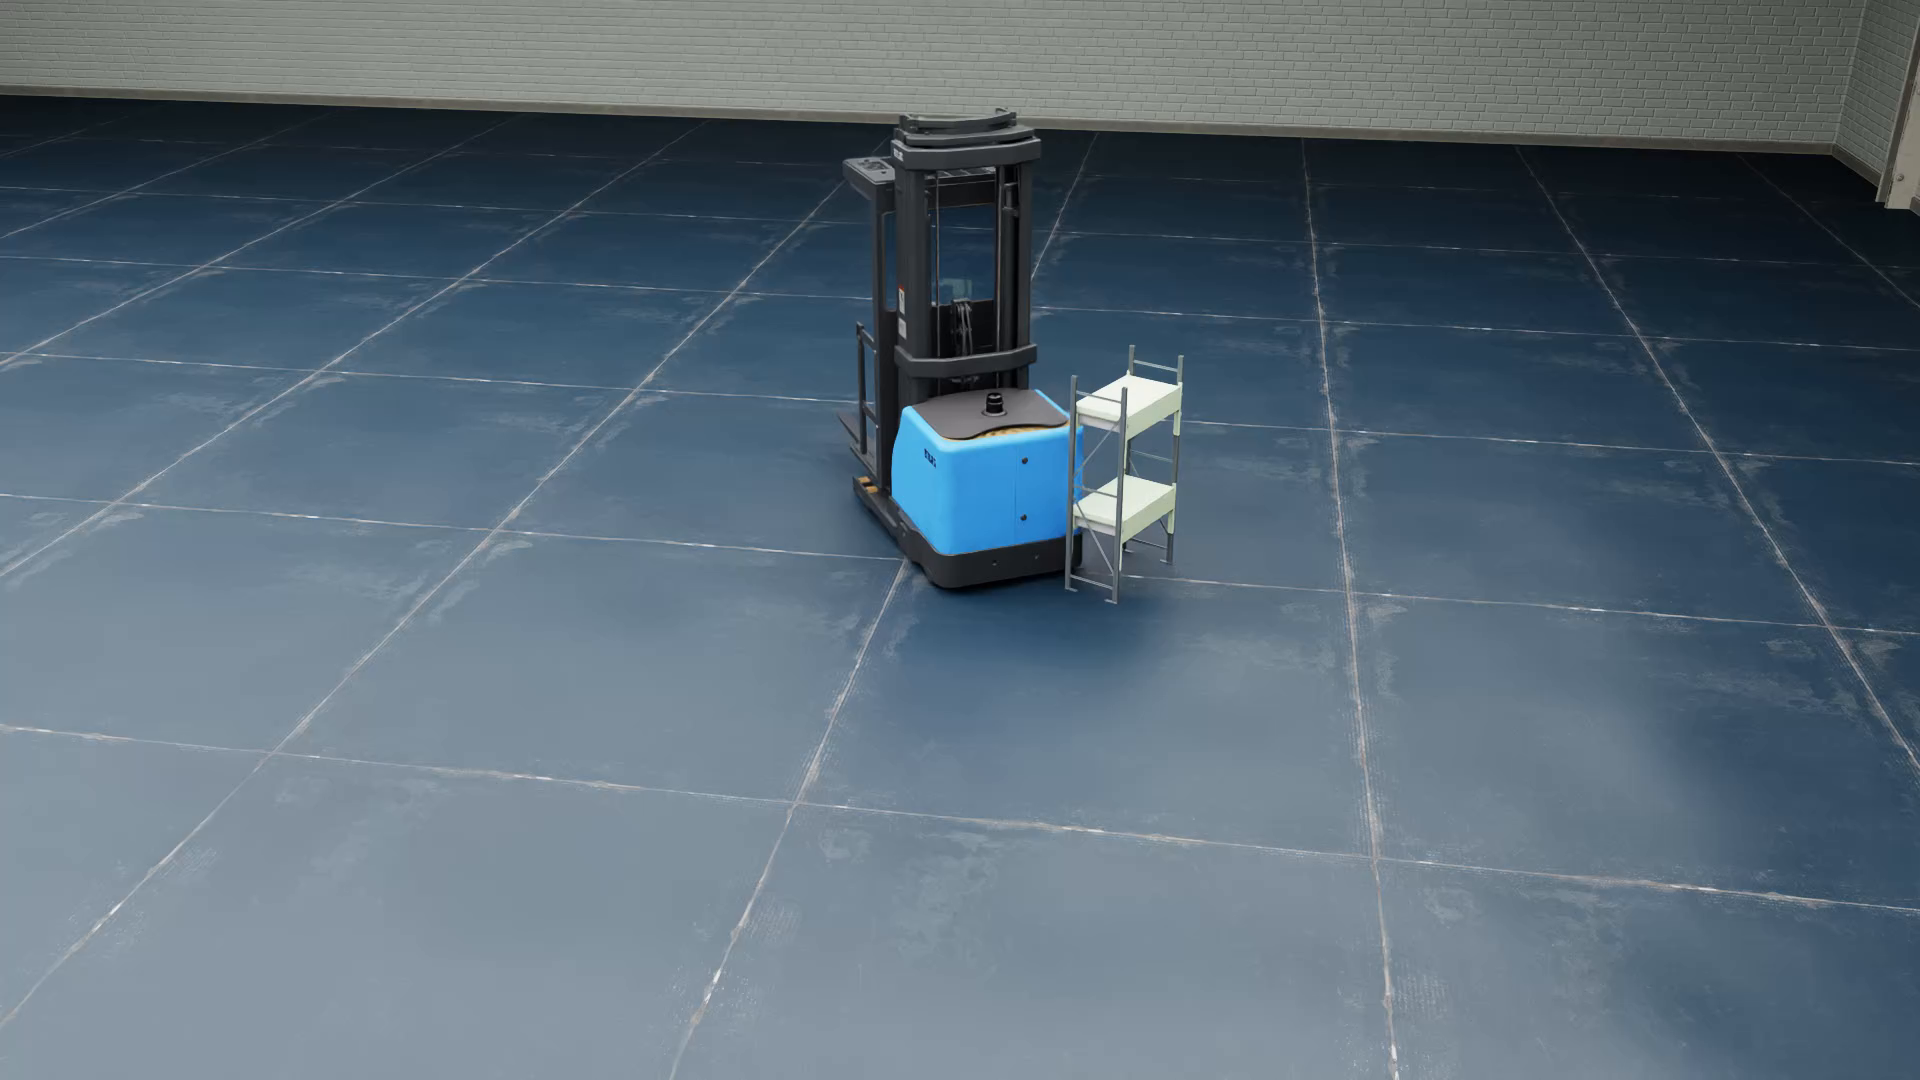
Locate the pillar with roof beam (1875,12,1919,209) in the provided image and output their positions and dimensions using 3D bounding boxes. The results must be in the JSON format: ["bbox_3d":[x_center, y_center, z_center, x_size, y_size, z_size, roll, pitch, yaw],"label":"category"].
[{"bbox_3d":[7.381,-8.548,19.442,9.100,9.000,0.400,4,25,9],"label":"pillar with roof beam"}]

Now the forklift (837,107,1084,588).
[{"bbox_3d":[-0.157,-1.612,11.780,1.130,2.935,3.031,-9,27,-18],"label":"forklift"}]

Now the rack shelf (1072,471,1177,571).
[{"bbox_3d":[1.079,-0.140,11.092,0.431,0.370,0.720,17,30,31],"label":"rack shelf"}]

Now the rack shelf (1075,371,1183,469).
[{"bbox_3d":[1.079,-0.788,10.789,0.431,0.370,0.720,17,30,31],"label":"rack shelf"}]

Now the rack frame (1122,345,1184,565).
[{"bbox_3d":[1.290,-0.562,11.225,0.400,1.500,0.023,17,30,31],"label":"rack frame"}]

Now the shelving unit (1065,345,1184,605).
[{"bbox_3d":[1.079,-0.435,10.954,0.431,1.500,0.755,17,30,31],"label":"shelving unit"}]

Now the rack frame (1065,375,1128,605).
[{"bbox_3d":[0.868,-0.308,10.683,0.400,1.500,0.023,17,30,31],"label":"rack frame"}]
